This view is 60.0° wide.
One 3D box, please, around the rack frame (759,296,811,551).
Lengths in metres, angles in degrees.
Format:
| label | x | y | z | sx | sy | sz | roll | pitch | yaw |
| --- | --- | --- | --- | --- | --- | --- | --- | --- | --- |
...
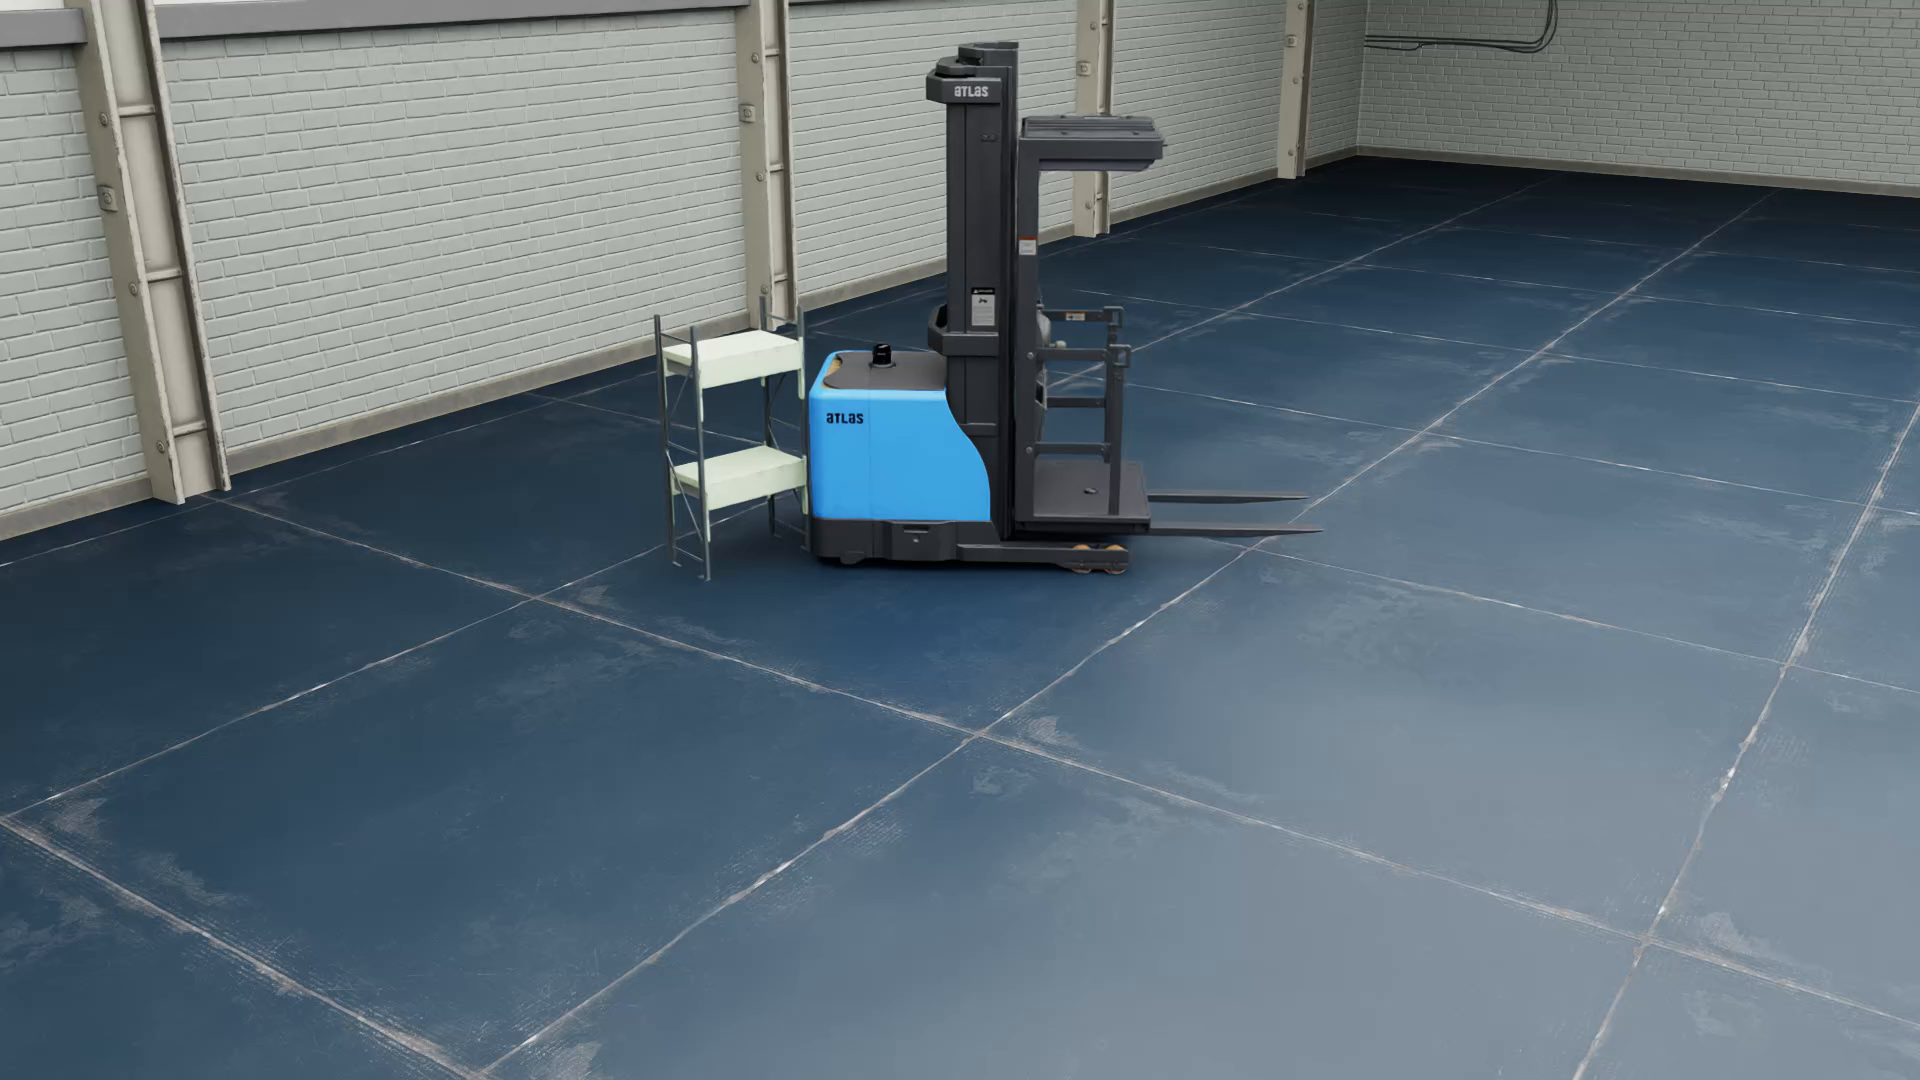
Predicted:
| label | x | y | z | sx | sy | sz | roll | pitch | yaw |
| --- | --- | --- | --- | --- | --- | --- | --- | --- | --- |
| rack frame | -1.045 | -0.689 | 9.967 | 0.023 | 1.500 | 0.400 | -17 | 27 | -39 |

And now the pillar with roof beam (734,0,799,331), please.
| label | x | y | z | sx | sy | sz | roll | pitch | yaw |
| --- | --- | --- | --- | --- | --- | --- | --- | --- | --- |
| pillar with roof beam | 1.794 | -5.420 | 11.948 | 9.100 | 9.000 | 0.400 | 13 | 24 | 32 |

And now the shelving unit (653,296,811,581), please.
| label | x | y | z | sx | sy | sz | roll | pitch | yaw |
| --- | --- | --- | --- | --- | --- | --- | --- | --- | --- |
| shelving unit | -1.316 | -0.604 | 9.736 | 0.755 | 1.500 | 0.431 | -17 | 27 | -39 |

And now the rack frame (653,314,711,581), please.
| label | x | y | z | sx | sy | sz | roll | pitch | yaw |
| --- | --- | --- | --- | --- | --- | --- | --- | --- | --- |
| rack frame | -1.587 | -0.519 | 9.505 | 0.023 | 1.500 | 0.400 | -17 | 27 | -39 |

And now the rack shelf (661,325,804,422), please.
| label | x | y | z | sx | sy | sz | roll | pitch | yaw |
| --- | --- | --- | --- | --- | --- | --- | --- | --- | --- |
| rack shelf | -1.316 | -0.970 | 9.601 | 0.720 | 0.370 | 0.431 | -17 | 27 | -39 |

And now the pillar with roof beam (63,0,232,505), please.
| label | x | y | z | sx | sy | sz | roll | pitch | yaw |
| --- | --- | --- | --- | --- | --- | --- | --- | --- | --- |
| pillar with roof beam | -1.579 | -3.699 | 7.294 | 9.100 | 9.000 | 0.400 | 13 | 24 | 32 |

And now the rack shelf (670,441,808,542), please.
| label | x | y | z | sx | sy | sz | roll | pitch | yaw |
| --- | --- | --- | --- | --- | --- | --- | --- | --- | --- |
| rack shelf | -1.316 | -0.298 | 9.849 | 0.720 | 0.370 | 0.431 | -17 | 27 | -39 |

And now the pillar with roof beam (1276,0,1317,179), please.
| label | x | y | z | sx | sy | sz | roll | pitch | yaw |
| --- | --- | --- | --- | --- | --- | --- | --- | --- | --- |
| pillar with roof beam | 8.539 | -8.863 | 21.256 | 9.100 | 9.000 | 0.400 | 13 | 24 | 32 |

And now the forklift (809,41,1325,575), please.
| label | x | y | z | sx | sy | sz | roll | pitch | yaw |
| --- | --- | --- | --- | --- | --- | --- | --- | --- | --- |
| forklift | 0.652 | -1.363 | 9.725 | 3.031 | 2.935 | 1.130 | 1 | 20 | 3 |

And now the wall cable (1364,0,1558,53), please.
| label | x | y | z | sx | sy | sz | roll | pitch | yaw |
| --- | --- | --- | --- | --- | --- | --- | --- | --- | --- |
| wall cable | 7.729 | -8.834 | 25.652 | 3.097 | 2.526 | 0.112 | 13 | 24 | 32 |

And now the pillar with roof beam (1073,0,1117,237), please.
| label | x | y | z | sx | sy | sz | roll | pitch | yaw |
| --- | --- | --- | --- | --- | --- | --- | --- | --- | --- |
| pillar with roof beam | 5.166 | -7.142 | 16.602 | 9.100 | 9.000 | 0.400 | 13 | 24 | 32 |
